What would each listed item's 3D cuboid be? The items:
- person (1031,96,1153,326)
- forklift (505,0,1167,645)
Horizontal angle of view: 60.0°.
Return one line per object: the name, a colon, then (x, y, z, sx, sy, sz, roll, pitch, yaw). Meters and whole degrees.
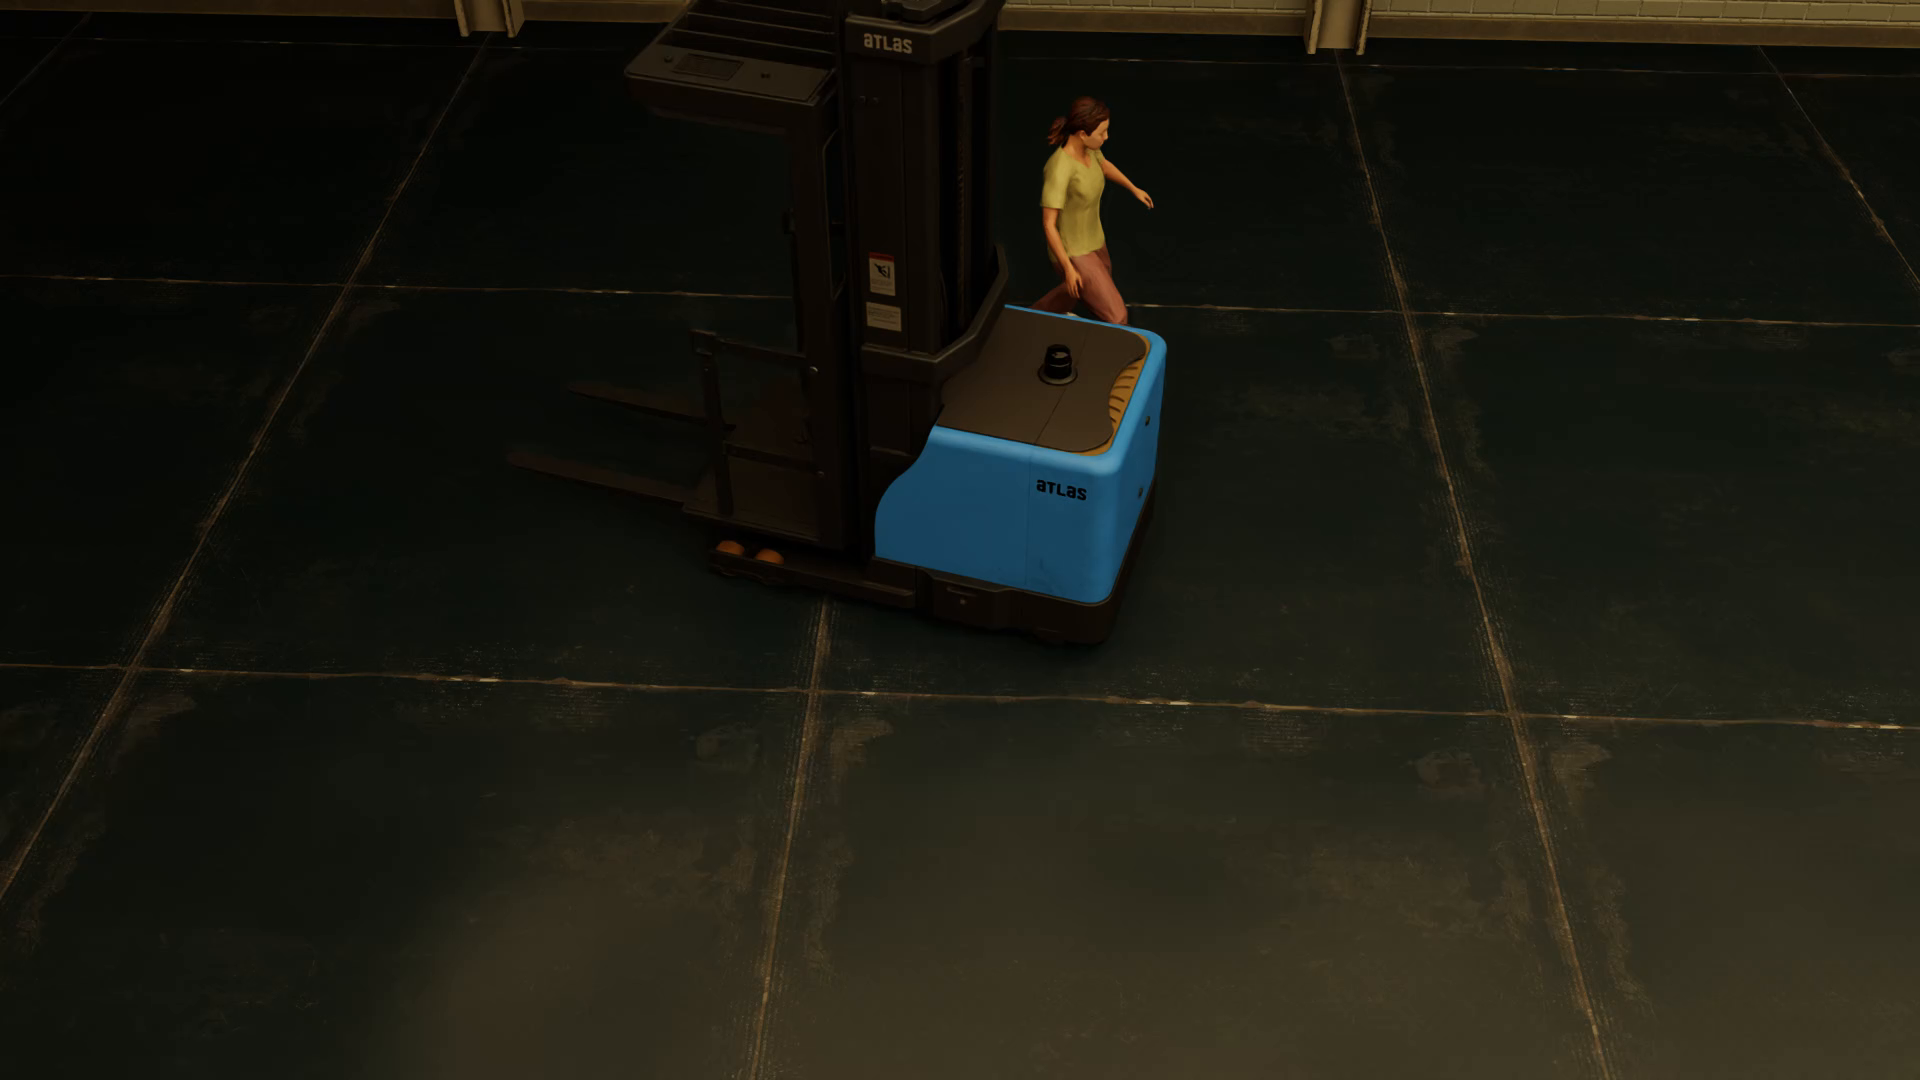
person: (0.635, -1.544, 8.499, 0.709, 1.551, 0.884, 16, 45, 17)
forklift: (-0.650, -1.201, 7.058, 3.031, 2.935, 1.130, 12, 44, 13)
